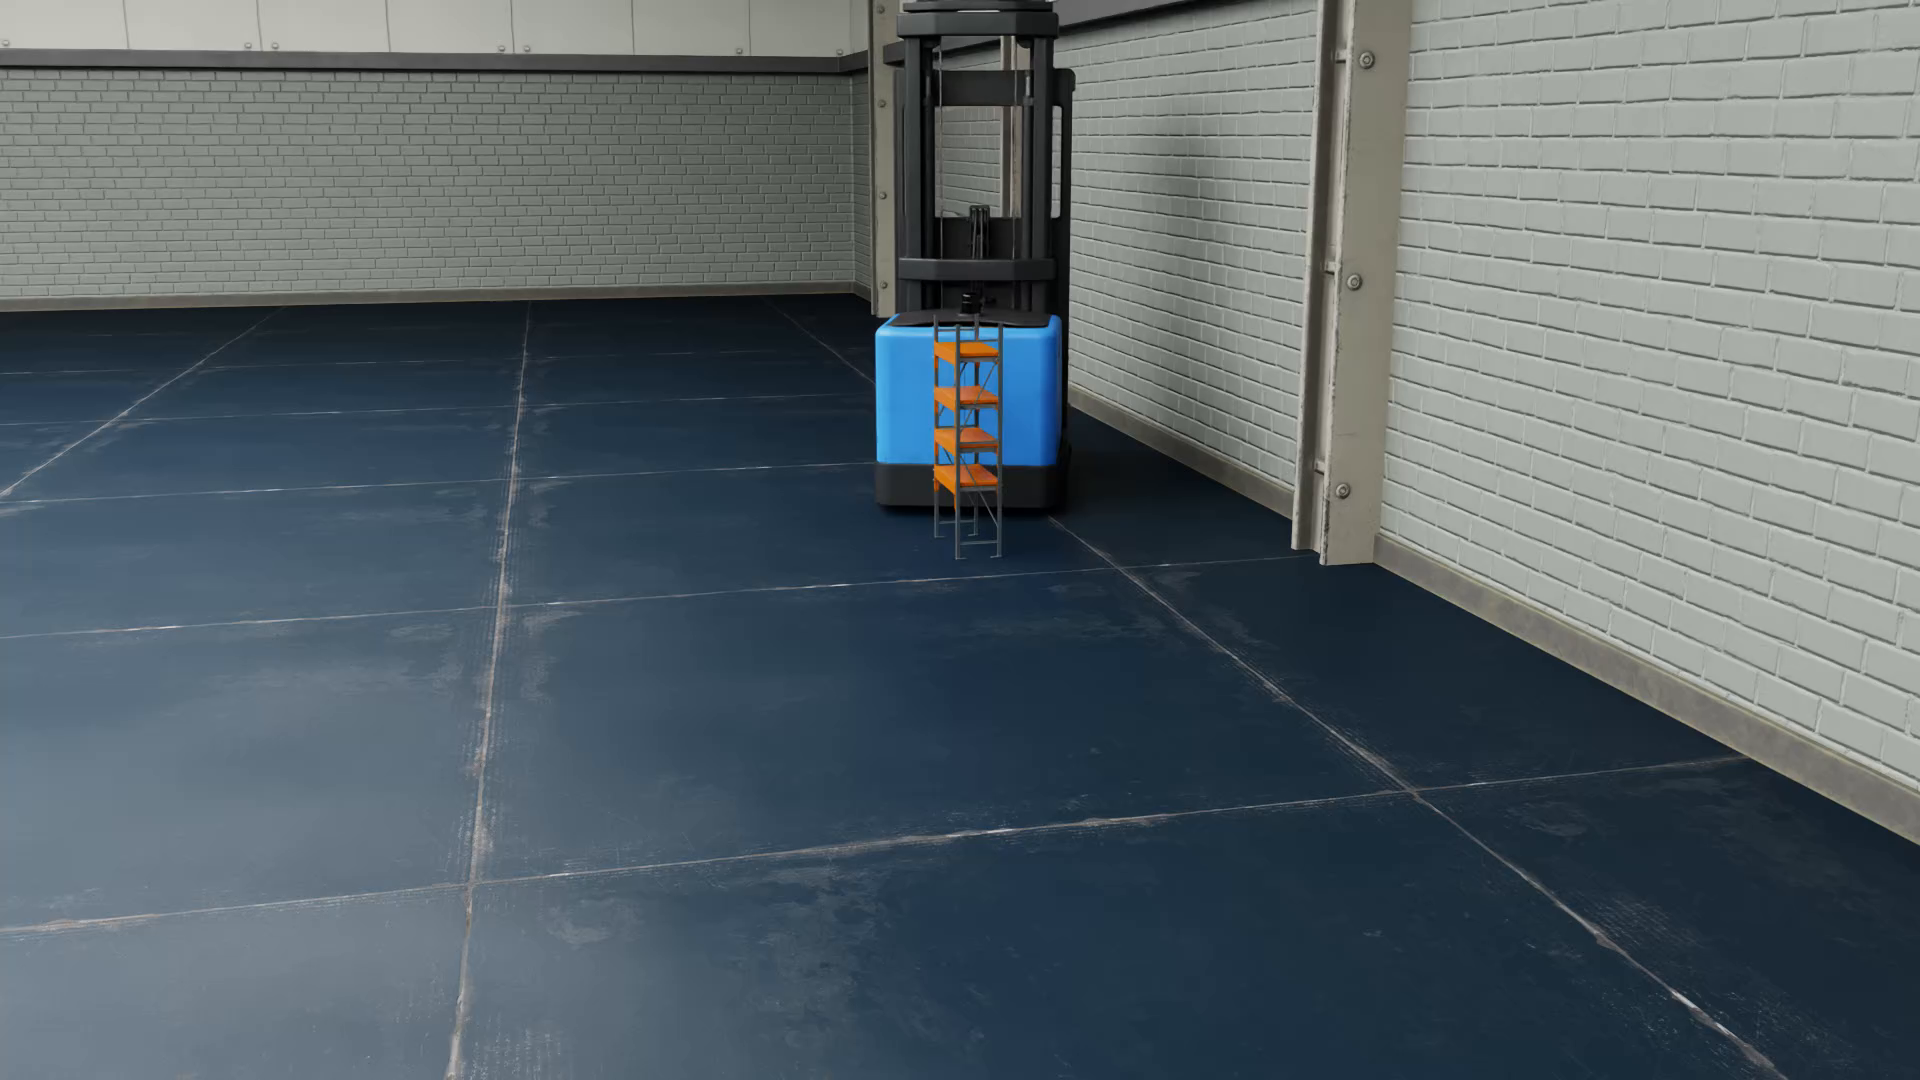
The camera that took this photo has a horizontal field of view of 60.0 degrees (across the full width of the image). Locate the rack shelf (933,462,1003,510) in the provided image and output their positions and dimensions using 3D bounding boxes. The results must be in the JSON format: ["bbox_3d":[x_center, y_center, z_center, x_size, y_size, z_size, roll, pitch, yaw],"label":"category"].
[{"bbox_3d":[0.039,-0.286,8.691,0.258,0.148,0.480,-3,14,-13],"label":"rack shelf"}]

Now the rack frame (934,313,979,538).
[{"bbox_3d":[-0.018,-0.601,8.859,0.240,1.200,0.015,-3,14,-13],"label":"rack frame"}]

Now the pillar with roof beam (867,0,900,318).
[{"bbox_3d":[-5.062,-6.825,17.904,9.100,9.000,0.400,-3,14,-13],"label":"pillar with roof beam"}]

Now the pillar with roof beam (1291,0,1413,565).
[{"bbox_3d":[-2.243,-4.057,6.572,9.100,9.000,0.400,-3,14,-13],"label":"pillar with roof beam"}]

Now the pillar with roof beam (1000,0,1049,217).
[{"bbox_3d":[-3.653,-5.441,12.238,9.100,9.000,0.400,-3,14,-13],"label":"pillar with roof beam"}]

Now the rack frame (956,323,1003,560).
[{"bbox_3d":[0.096,-0.488,8.398,0.240,1.200,0.015,-3,14,-13],"label":"rack frame"}]

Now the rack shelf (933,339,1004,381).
[{"bbox_3d":[0.039,-0.926,8.535,0.258,0.148,0.480,-3,14,-13],"label":"rack shelf"}]

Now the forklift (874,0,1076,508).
[{"bbox_3d":[0.160,-1.898,10.522,1.130,2.935,3.031,1,14,5],"label":"forklift"}]

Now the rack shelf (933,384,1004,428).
[{"bbox_3d":[0.039,-0.697,8.591,0.258,0.148,0.480,-3,14,-13],"label":"rack shelf"}]

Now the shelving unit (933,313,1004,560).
[{"bbox_3d":[0.039,-0.545,8.628,0.258,1.200,0.503,-3,14,-13],"label":"shelving unit"}]

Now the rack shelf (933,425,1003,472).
[{"bbox_3d":[0.039,-0.479,8.644,0.258,0.148,0.480,-3,14,-13],"label":"rack shelf"}]
